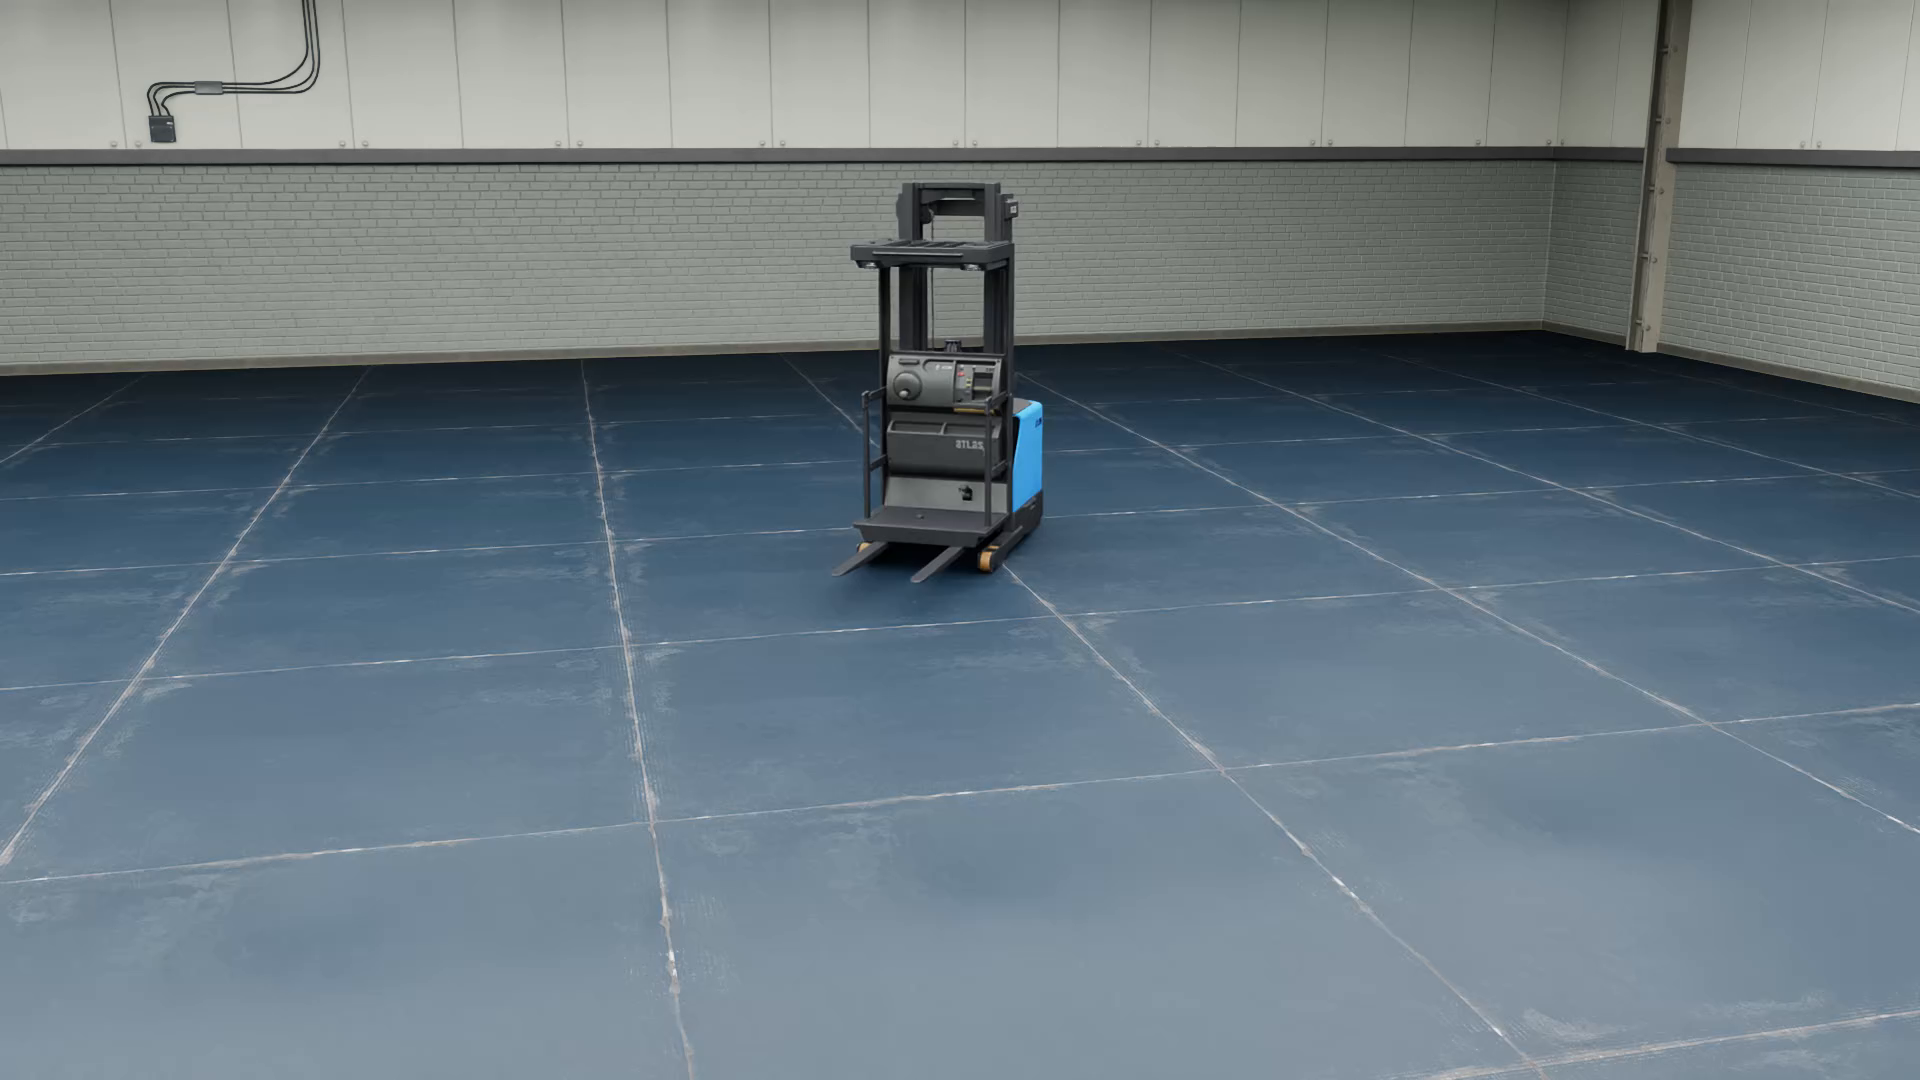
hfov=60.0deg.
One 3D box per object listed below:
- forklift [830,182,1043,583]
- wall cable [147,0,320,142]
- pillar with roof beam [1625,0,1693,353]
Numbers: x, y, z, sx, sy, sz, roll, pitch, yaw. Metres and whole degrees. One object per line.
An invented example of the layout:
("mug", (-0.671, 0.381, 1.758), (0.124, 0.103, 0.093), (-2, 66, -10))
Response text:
("forklift", (-0.183, -1.277, 12.976), (1.130, 2.935, 3.031), (4, 14, 16))
("wall cable", (-10.107, -8.514, 22.648), (2.305, 6.003, 0.169), (-3, 14, -13))
("pillar with roof beam", (6.502, -7.099, 24.022), (9.100, 9.000, 0.400), (-3, 14, -13))
